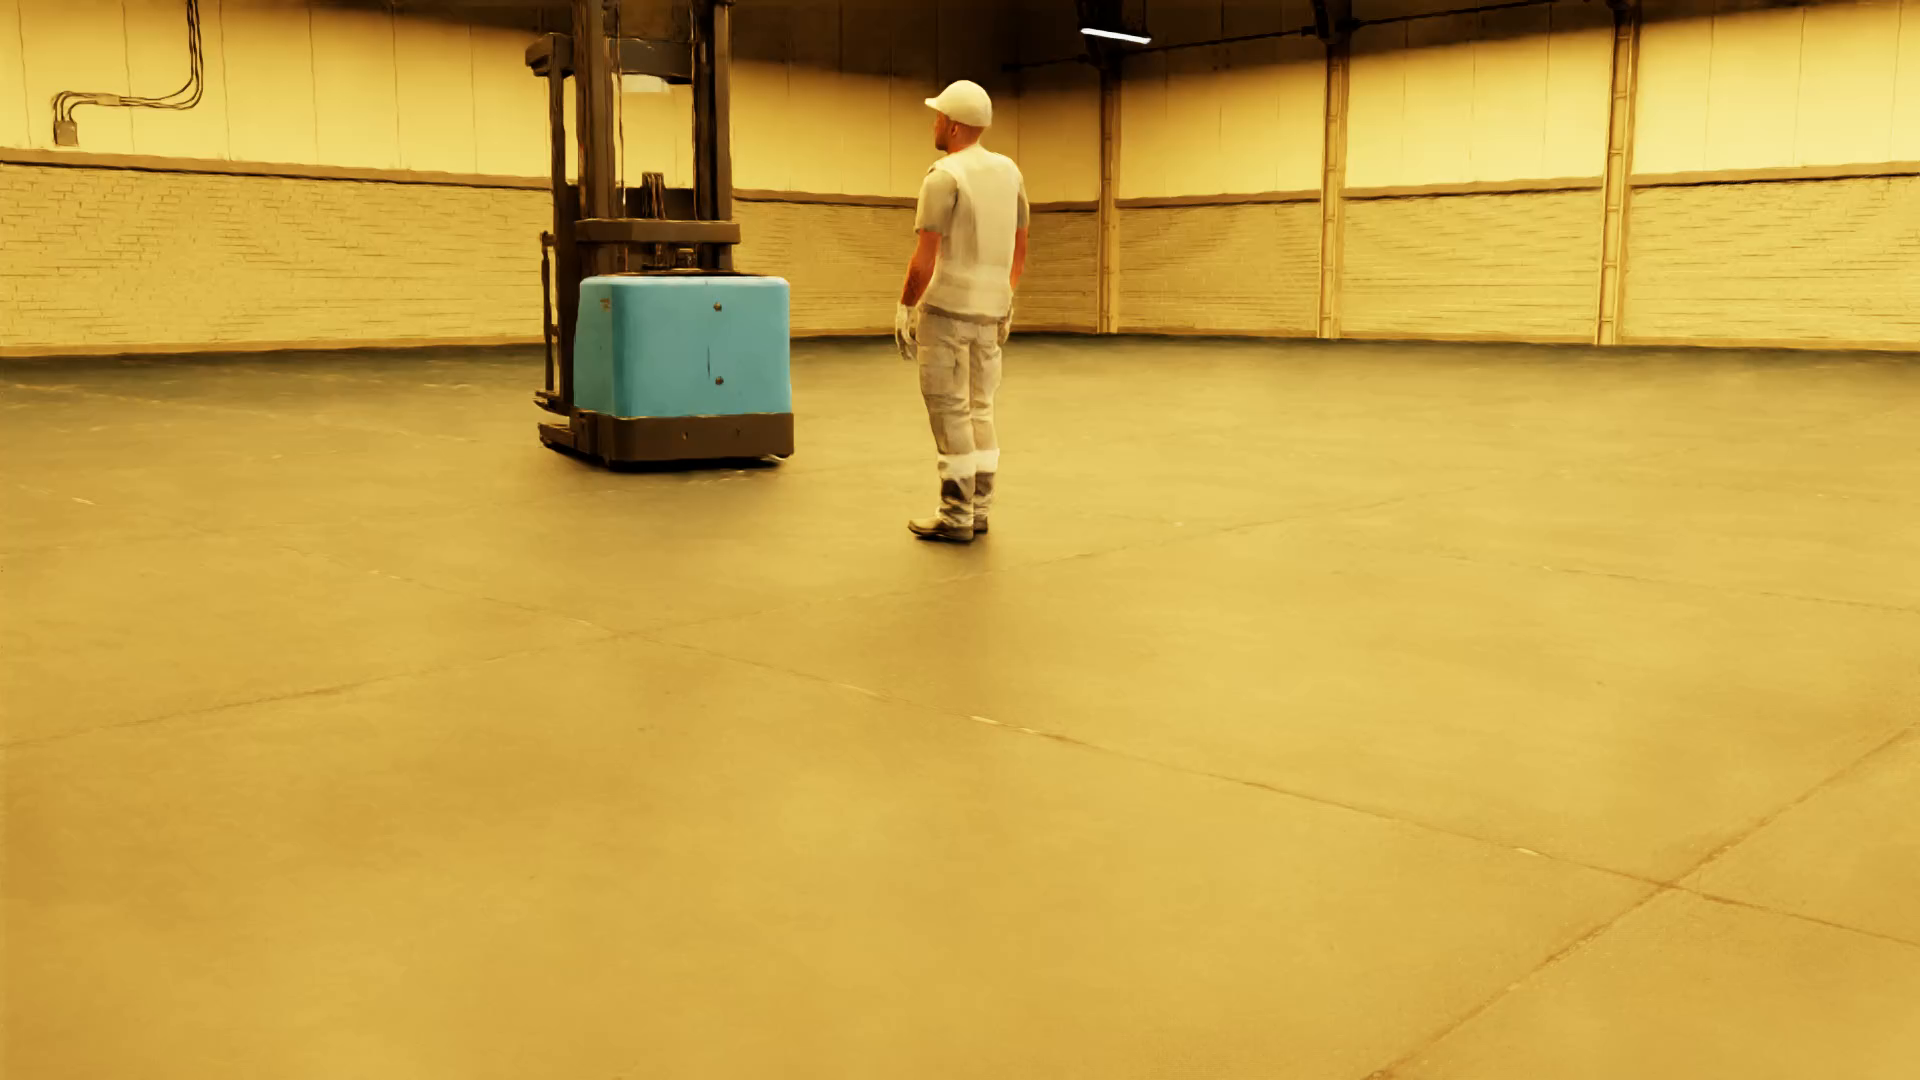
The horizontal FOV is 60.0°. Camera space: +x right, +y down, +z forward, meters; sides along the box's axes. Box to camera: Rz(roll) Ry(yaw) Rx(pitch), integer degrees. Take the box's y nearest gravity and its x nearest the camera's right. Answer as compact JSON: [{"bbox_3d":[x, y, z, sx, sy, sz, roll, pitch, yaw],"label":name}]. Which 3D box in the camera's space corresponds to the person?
[{"bbox_3d":[-0.051,-0.901,6.647,0.561,1.787,0.637,8,12,43],"label":"person"}]

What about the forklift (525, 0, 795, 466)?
[{"bbox_3d":[-2.051,-2.038,10.412,1.130,2.935,3.031,-4,10,-26],"label":"forklift"}]
